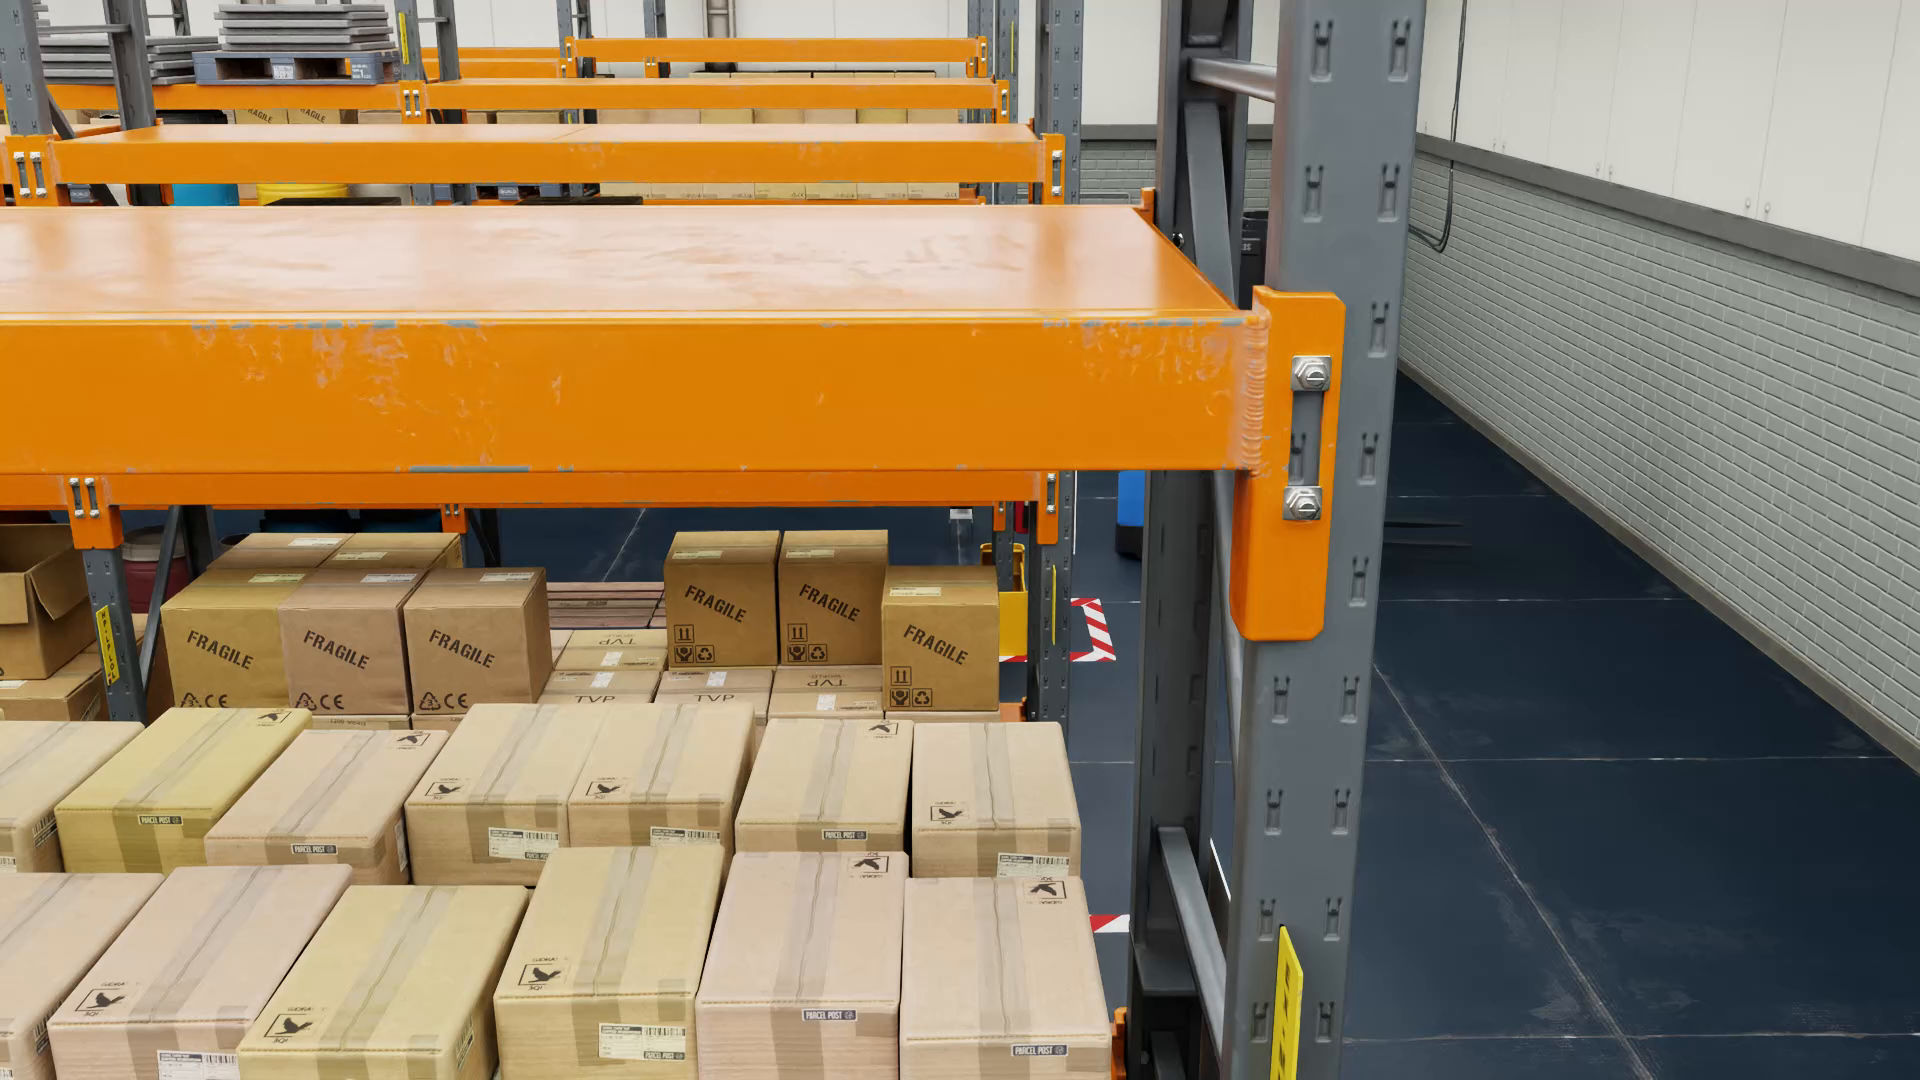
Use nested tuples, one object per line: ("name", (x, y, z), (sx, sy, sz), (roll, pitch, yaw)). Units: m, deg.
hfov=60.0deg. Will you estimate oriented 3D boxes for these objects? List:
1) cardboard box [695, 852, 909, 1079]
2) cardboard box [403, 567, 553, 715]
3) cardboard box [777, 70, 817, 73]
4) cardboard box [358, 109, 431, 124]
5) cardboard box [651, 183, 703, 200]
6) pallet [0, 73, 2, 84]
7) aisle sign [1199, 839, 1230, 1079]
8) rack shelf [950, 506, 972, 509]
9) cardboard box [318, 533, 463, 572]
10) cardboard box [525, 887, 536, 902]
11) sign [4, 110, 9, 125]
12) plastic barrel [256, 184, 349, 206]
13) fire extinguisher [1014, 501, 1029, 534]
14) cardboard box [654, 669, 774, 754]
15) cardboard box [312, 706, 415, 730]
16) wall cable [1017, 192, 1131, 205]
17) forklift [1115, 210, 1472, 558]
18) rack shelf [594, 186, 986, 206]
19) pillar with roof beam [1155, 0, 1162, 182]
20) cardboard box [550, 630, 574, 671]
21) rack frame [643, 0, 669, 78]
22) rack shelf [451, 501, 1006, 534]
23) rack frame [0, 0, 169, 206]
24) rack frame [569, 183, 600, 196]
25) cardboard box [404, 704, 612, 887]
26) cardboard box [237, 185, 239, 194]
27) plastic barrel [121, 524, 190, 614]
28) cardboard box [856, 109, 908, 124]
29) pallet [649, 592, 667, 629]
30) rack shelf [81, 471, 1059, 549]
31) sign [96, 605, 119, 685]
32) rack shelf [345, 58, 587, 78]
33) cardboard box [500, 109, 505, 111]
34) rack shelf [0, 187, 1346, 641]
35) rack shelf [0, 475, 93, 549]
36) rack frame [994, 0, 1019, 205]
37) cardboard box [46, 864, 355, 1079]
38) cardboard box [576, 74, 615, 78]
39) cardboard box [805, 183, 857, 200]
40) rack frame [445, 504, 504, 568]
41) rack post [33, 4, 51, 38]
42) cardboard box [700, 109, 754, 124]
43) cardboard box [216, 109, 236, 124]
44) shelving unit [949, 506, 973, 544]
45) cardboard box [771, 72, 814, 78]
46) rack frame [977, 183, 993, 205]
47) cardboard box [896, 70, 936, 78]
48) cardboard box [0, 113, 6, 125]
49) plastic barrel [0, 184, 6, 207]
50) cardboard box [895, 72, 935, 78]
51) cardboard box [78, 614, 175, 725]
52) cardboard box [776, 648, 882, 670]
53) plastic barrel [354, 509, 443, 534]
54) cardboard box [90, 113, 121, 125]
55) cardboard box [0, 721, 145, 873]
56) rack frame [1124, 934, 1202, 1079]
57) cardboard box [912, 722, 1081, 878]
("cardboard box", (-0.198, 0.571, 2.220), (0.250, 0.149, 0.380), (0, 18, 0))
("cardboard box", (-2.104, 0.435, 7.311), (0.500, 0.500, 0.500), (-1, 18, -3))
("cardboard box", (-2.100, -5.796, 21.460), (0.500, 0.500, 0.500), (-1, 18, -3))
("cardboard box", (-5.590, -3.971, 16.591), (0.600, 0.600, 0.600), (-1, 18, -3))
("cardboard box", (-2.762, -3.520, 16.444), (0.500, 0.250, 0.500), (0, 18, -1))
("pallet", (-6.955, -3.273, 11.482), (1.003, 0.211, 1.213), (0, 18, -1))
("aisle sign", (0.446, 0.957, 2.898), (0.004, 0.787, 0.394), (0, 18, -1))
("rack shelf", (0.008, -0.311, 14.948), (0.200, 0.077, 0.258), (0, 18, -1))
("cardboard box", (-2.643, 0.278, 7.800), (0.500, 0.500, 0.500), (0, 18, 0))
("cardboard box", (-0.587, 0.617, 2.729), (0.500, 0.250, 0.500), (0, 18, -2))
("sign", (-11.817, -5.218, 20.646), (0.005, 0.325, 0.100), (0, 18, -1))
("plastic barrel", (-4.587, -2.373, 11.629), (0.600, 0.588, 0.600), (0, 18, 0))
("fire extinguisher", (0.480, -0.389, 12.086), (0.183, 0.674, 0.296), (0, 18, -1))
("cardboard box", (-1.096, 0.789, 7.435), (0.500, 0.250, 0.500), (-1, 18, -3))
("cardboard box", (-2.628, 0.797, 7.410), (0.500, 0.250, 0.500), (0, 18, -1))
("wall cable", (1.431, -4.546, 22.645), (1.851, 1.984, 0.084), (0, 18, -1))
("forklift", (2.924, -1.307, 14.324), (3.031, 2.935, 1.130), (3, 18, 9))
("rack shelf", (-1.752, -3.330, 16.785), (4.000, 0.370, 1.077), (0, 18, -1))
("pillar with roof beam", (2.920, -5.586, 17.729), (0.400, 9.000, 9.100), (0, 18, -1))
("cardboard box", (-2.134, 0.632, 7.924), (0.500, 0.250, 0.500), (0, 18, 0))
("rack frame", (-3.834, -6.604, 20.903), (0.127, 3.000, 1.000), (0, 18, -1))
("rack shelf", (-1.678, -0.389, 12.527), (4.000, 0.370, 1.077), (0, 18, -1))
("rack frame", (-3.599, -2.066, 6.755), (0.127, 3.000, 1.000), (0, 18, -1))
("rack frame", (-3.752, -2.235, 17.104), (0.127, 3.000, 1.000), (0, 18, -1))
("cardboard box", (-0.721, 0.410, 2.723), (0.250, 0.149, 0.380), (0, 18, 0))
("cardboard box", (-7.316, -3.704, 16.609), (0.500, 0.500, 0.910), (0, 18, -1))
("plastic barrel", (-6.059, 0.233, 12.672), (0.708, 0.588, 0.600), (0, 18, -1))
("cardboard box", (-0.767, -4.222, 16.587), (0.500, 0.500, 0.700), (0, 18, -1))
("pallet", (-1.720, 0.584, 12.883), (1.213, 0.211, 1.003), (0, 18, -1))
("rack shelf", (-1.600, -0.305, 7.354), (4.000, 0.370, 1.077), (0, 18, -1))
("sign", (-3.581, 0.443, 6.991), (0.005, 0.325, 0.100), (0, 18, -1))
("rack shelf", (-5.752, -4.549, 16.328), (4.000, 0.370, 1.077), (0, 18, -1))
("cardboard box", (-5.773, -5.457, 21.354), (0.500, 0.500, 0.700), (0, 18, -1))
("rack shelf", (-1.622, -0.216, 2.172), (4.000, 0.370, 1.077), (0, 18, -1))
("rack shelf", (-5.599, -0.285, 7.293), (4.000, 0.370, 1.077), (0, 18, -1))
("rack frame", (0.322, -3.598, 11.531), (0.127, 3.000, 1.000), (0, 18, -1))
("cardboard box", (-0.972, 0.583, 2.182), (0.250, 0.149, 0.380), (-1, 18, -2))
("cardboard box", (-4.716, -5.826, 21.276), (0.500, 0.250, 0.500), (1, 18, 3))
("cardboard box", (-1.262, -3.523, 16.453), (0.500, 0.250, 0.500), (0, 18, -1))
("rack frame", (-3.677, -0.722, 12.387), (0.127, 3.000, 1.000), (0, 18, -1))
("rack post", (-6.953, -3.539, 11.473), (0.937, 0.300, 0.954), (0, 18, -1))
("cardboard box", (-2.264, -4.164, 16.407), (0.500, 0.500, 0.700), (0, 18, -1))
("cardboard box", (-7.315, -4.168, 16.418), (0.500, 0.500, 0.500), (0, 18, -1))
("shelving unit", (0.008, -0.429, 14.910), (0.210, 0.900, 0.258), (0, 18, -1))
("cardboard box", (-2.109, -5.636, 20.961), (0.500, 0.500, 0.500), (0, 18, -1))
("rack frame", (0.248, -2.254, 17.164), (0.127, 3.000, 1.000), (0, 18, -1))
("cardboard box", (-0.568, -5.799, 21.470), (0.500, 0.500, 0.500), (-1, 18, -3))
("cardboard box", (-12.336, -5.117, 20.980), (0.500, 0.500, 0.500), (0, 18, 1))
("plastic barrel", (-7.109, -2.537, 11.745), (0.708, 0.830, 0.600), (0, 18, -1))
("cardboard box", (-0.562, -5.642, 20.980), (0.500, 0.500, 0.500), (0, 18, -1))
("cardboard box", (-4.063, 0.669, 7.888), (0.500, 0.500, 0.500), (0, 18, -1))
("cardboard box", (-0.604, 0.626, 7.945), (0.500, 0.250, 0.500), (0, 18, -2))
("plastic barrel", (-4.222, 0.075, 12.652), (0.708, 0.901, 0.600), (0, 18, -1))
("cardboard box", (-10.669, -5.276, 21.132), (0.500, 0.311, 0.500), (0, 18, 1))
("cardboard box", (-1.503, 0.433, 2.652), (0.250, 0.149, 0.380), (0, 18, 1))
("rack frame", (0.377, 2.287, 3.008), (0.127, 3.000, 1.000), (0, 18, -1))
("cardboard box", (0.050, 0.434, 2.648), (0.250, 0.149, 0.380), (0, 18, -1))
